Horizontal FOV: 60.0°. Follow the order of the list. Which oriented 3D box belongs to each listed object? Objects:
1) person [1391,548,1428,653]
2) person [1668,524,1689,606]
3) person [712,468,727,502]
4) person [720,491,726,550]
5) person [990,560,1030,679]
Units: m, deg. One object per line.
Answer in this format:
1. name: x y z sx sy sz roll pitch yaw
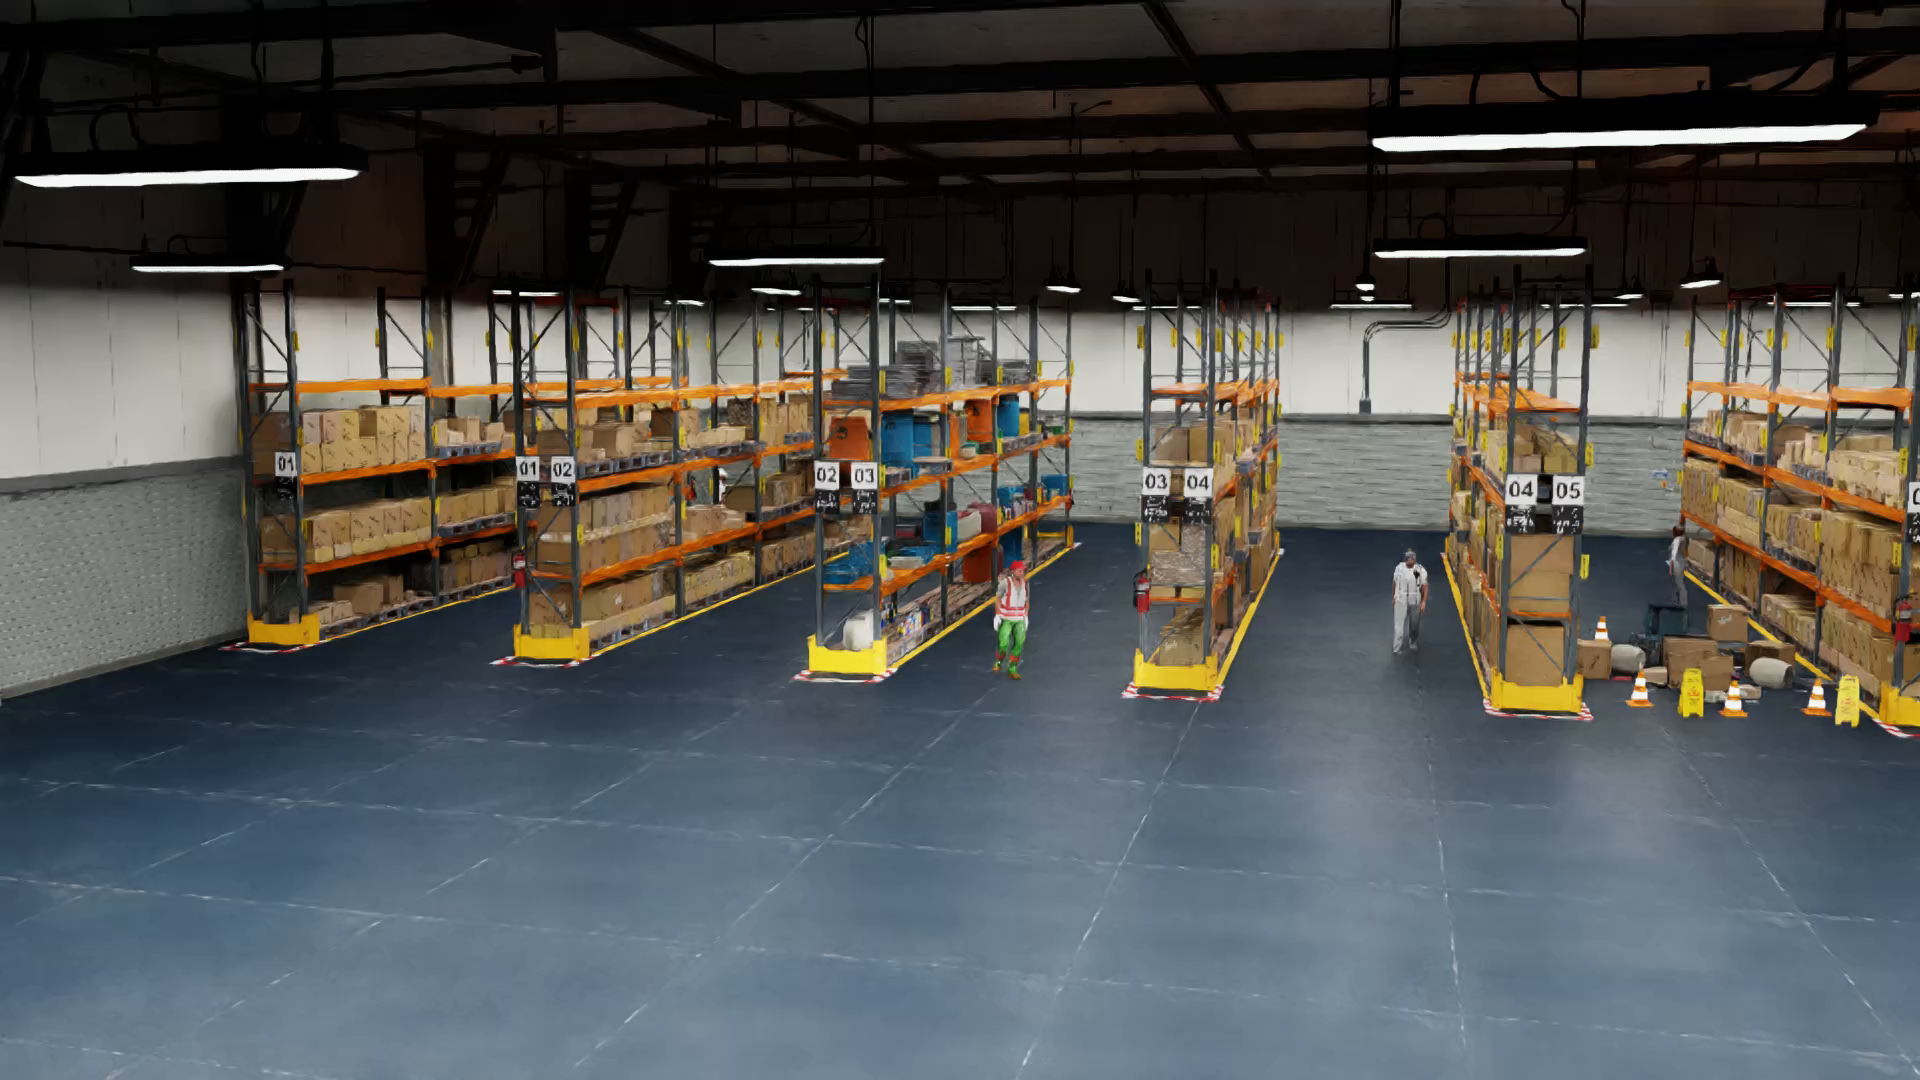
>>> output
1. person: 7.192 0.959 26.612 0.558 1.691 1.062 2 7 18
2. person: 13.347 0.489 30.978 0.534 1.589 0.521 5 9 37
3. person: -6.072 -0.927 42.122 0.510 1.774 0.634 3 8 25
4. person: -5.285 -0.313 37.725 0.580 1.618 0.507 1 7 12
5. person: 0.751 1.164 24.763 0.587 1.774 0.576 -3 7 -21
